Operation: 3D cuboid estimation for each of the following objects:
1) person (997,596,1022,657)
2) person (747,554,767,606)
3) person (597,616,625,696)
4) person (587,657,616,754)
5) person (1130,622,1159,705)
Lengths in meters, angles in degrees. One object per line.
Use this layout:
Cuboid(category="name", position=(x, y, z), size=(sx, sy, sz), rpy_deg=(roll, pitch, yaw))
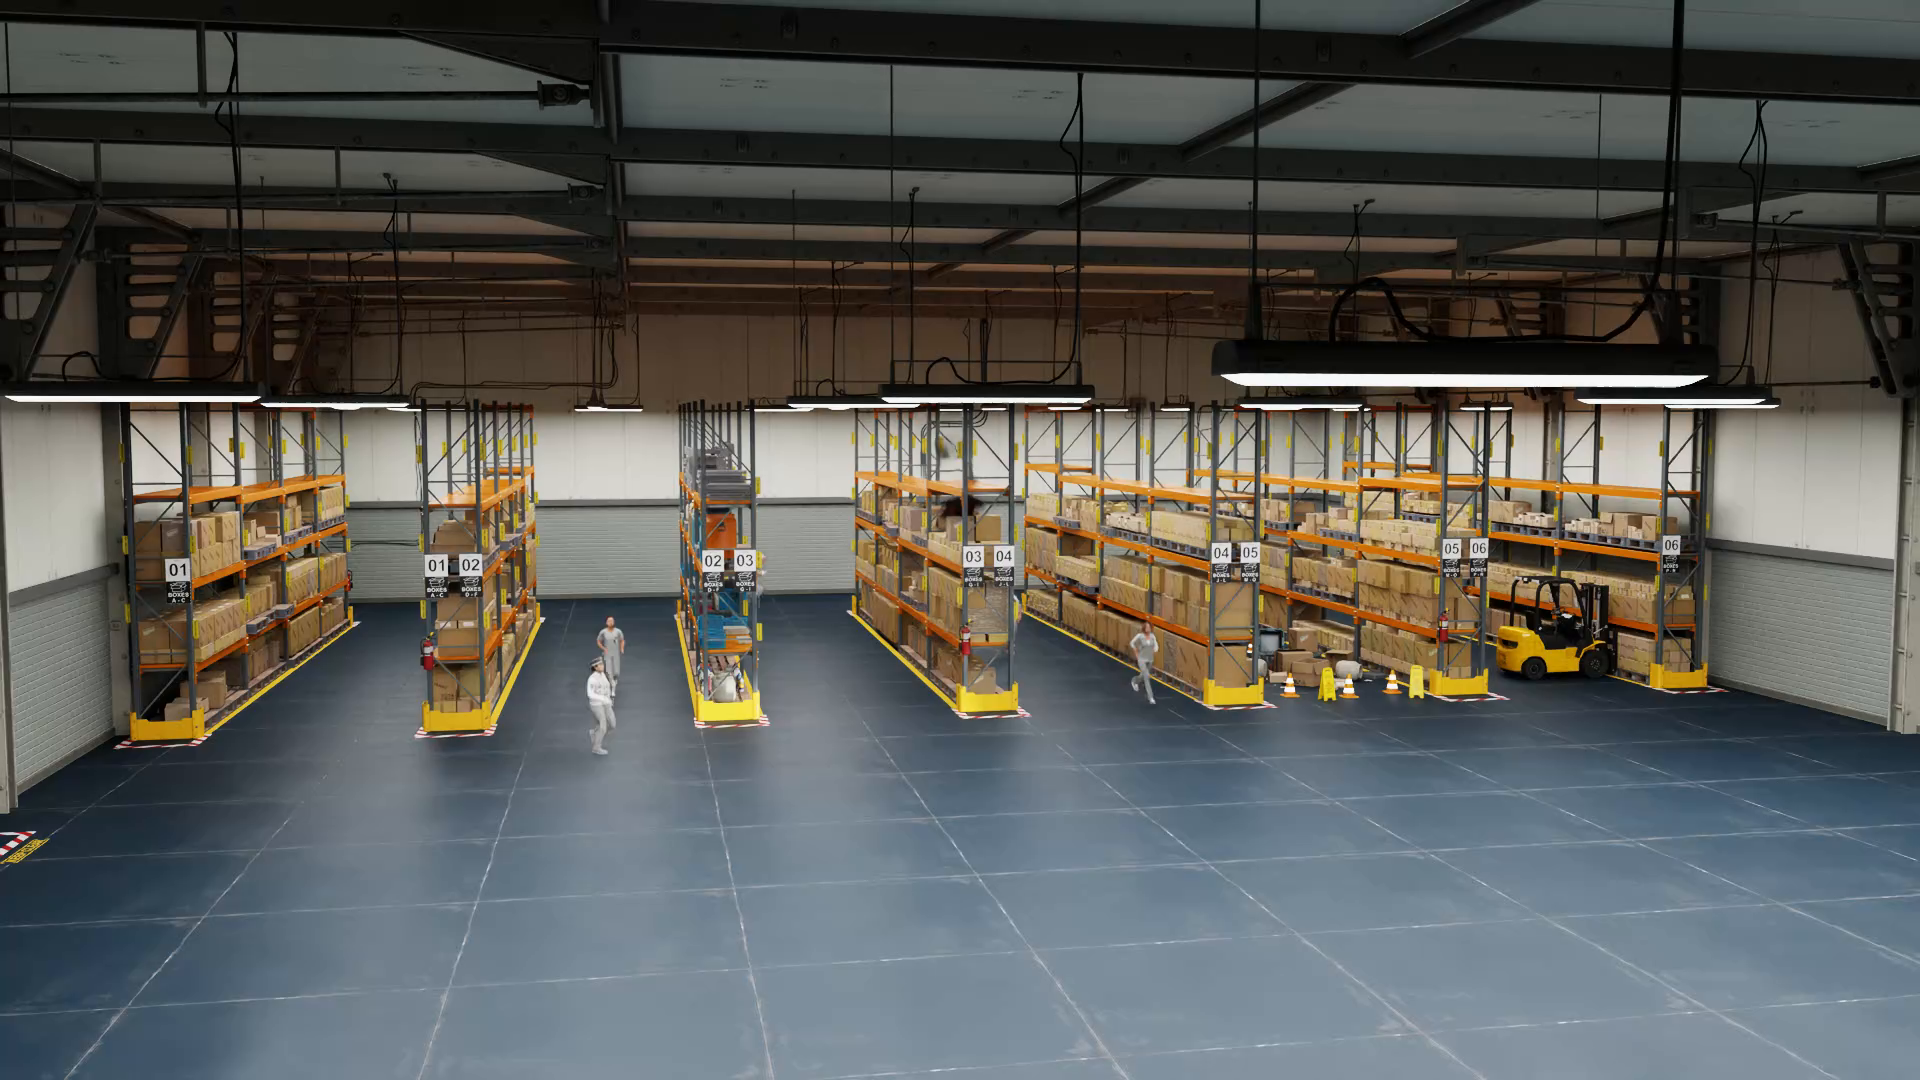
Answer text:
Cuboid(category="person", position=(1.133, 1.902, 39.183), size=(0.686, 1.764, 0.631), rpy_deg=(-1, 4, -17))
Cuboid(category="person", position=(-6.113, 1.238, 48.654), size=(0.996, 1.694, 0.705), rpy_deg=(0, 4, -1))
Cuboid(category="person", position=(-7.129, 2.359, 33.977), size=(0.565, 1.624, 0.572), rpy_deg=(-1, 5, -17))
Cuboid(category="person", position=(-6.062, 2.787, 28.063), size=(0.548, 1.658, 0.612), rpy_deg=(2, 5, 19))
Cuboid(category="person", position=(3.691, 2.435, 33.221), size=(0.496, 1.620, 1.005), rpy_deg=(-2, 5, -27))
